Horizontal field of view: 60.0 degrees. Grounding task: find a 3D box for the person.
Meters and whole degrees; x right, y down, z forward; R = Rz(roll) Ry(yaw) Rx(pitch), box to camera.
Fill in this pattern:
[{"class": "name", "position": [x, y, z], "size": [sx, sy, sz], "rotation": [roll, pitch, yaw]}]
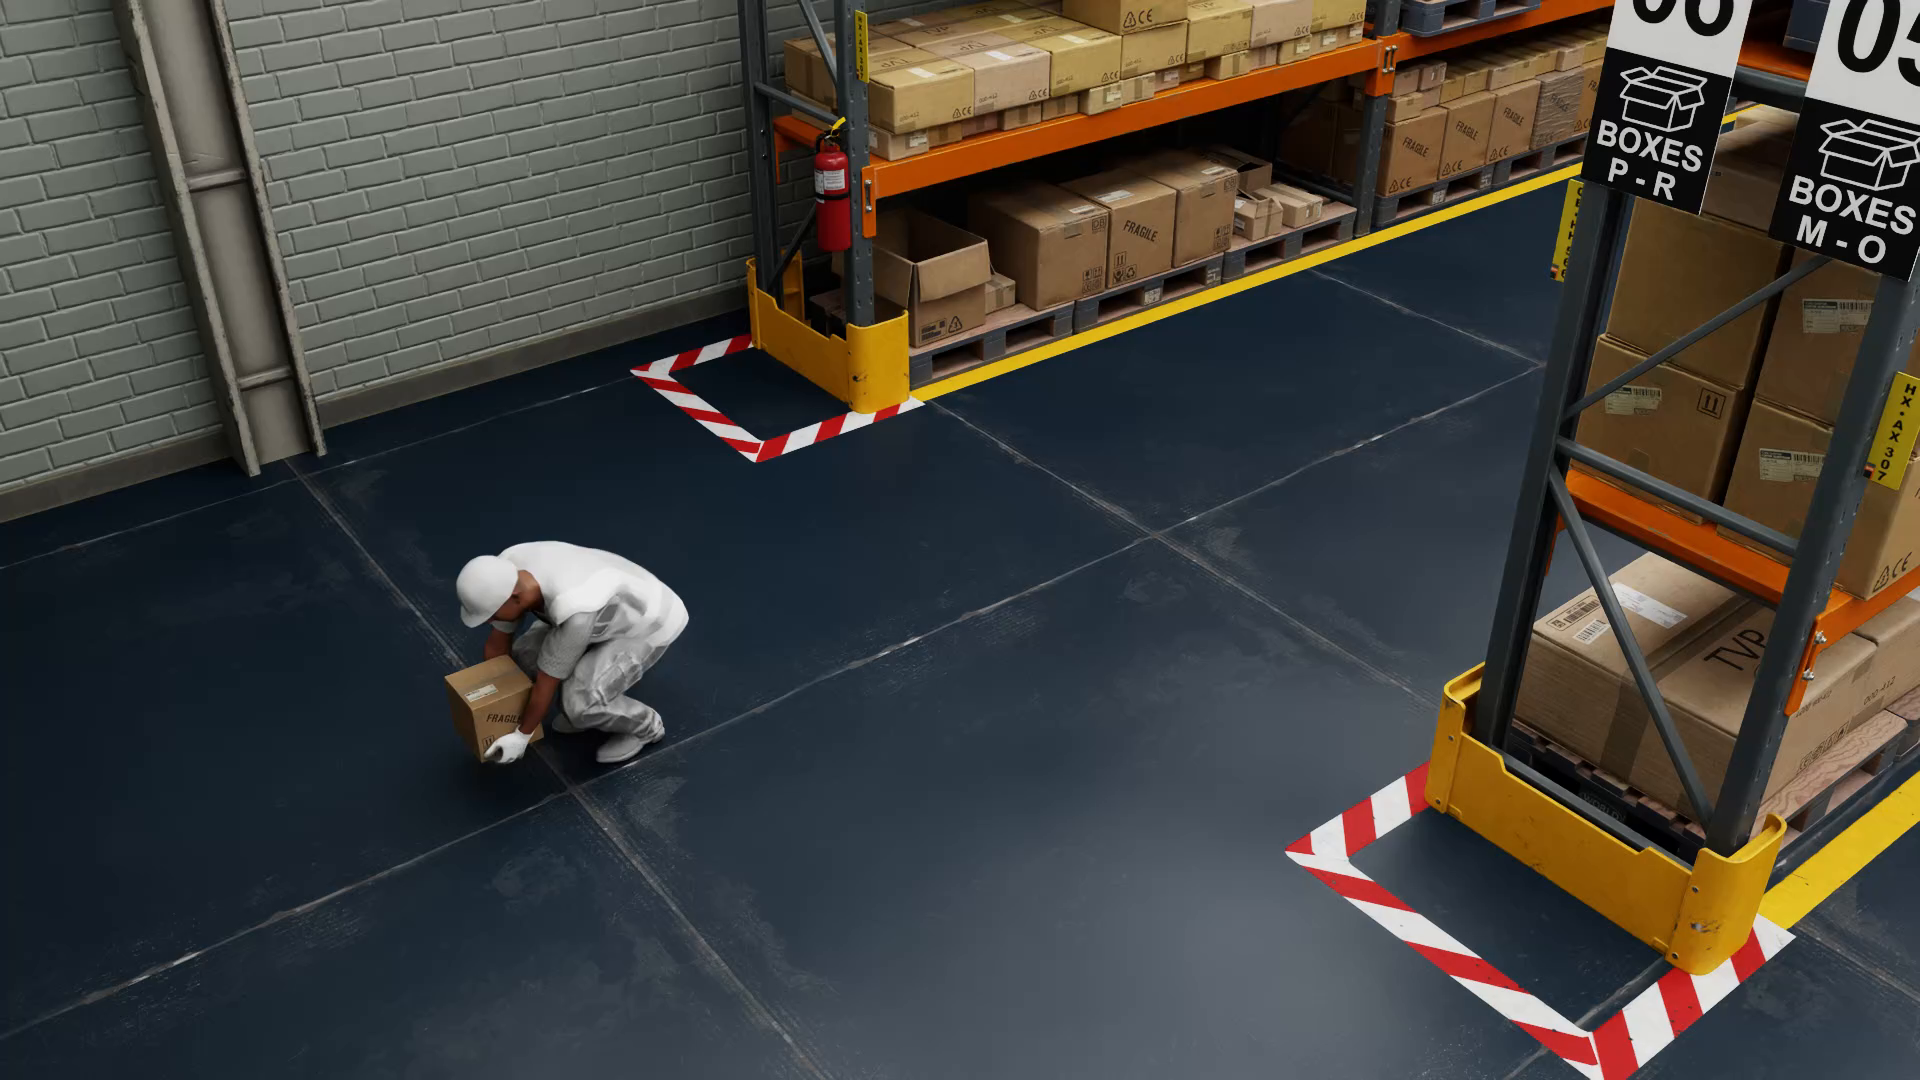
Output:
[{"class": "person", "position": [-1.451, 0.381, 6.245], "size": [0.899, 1.010, 0.555], "rotation": [-23, 39, -32]}]
